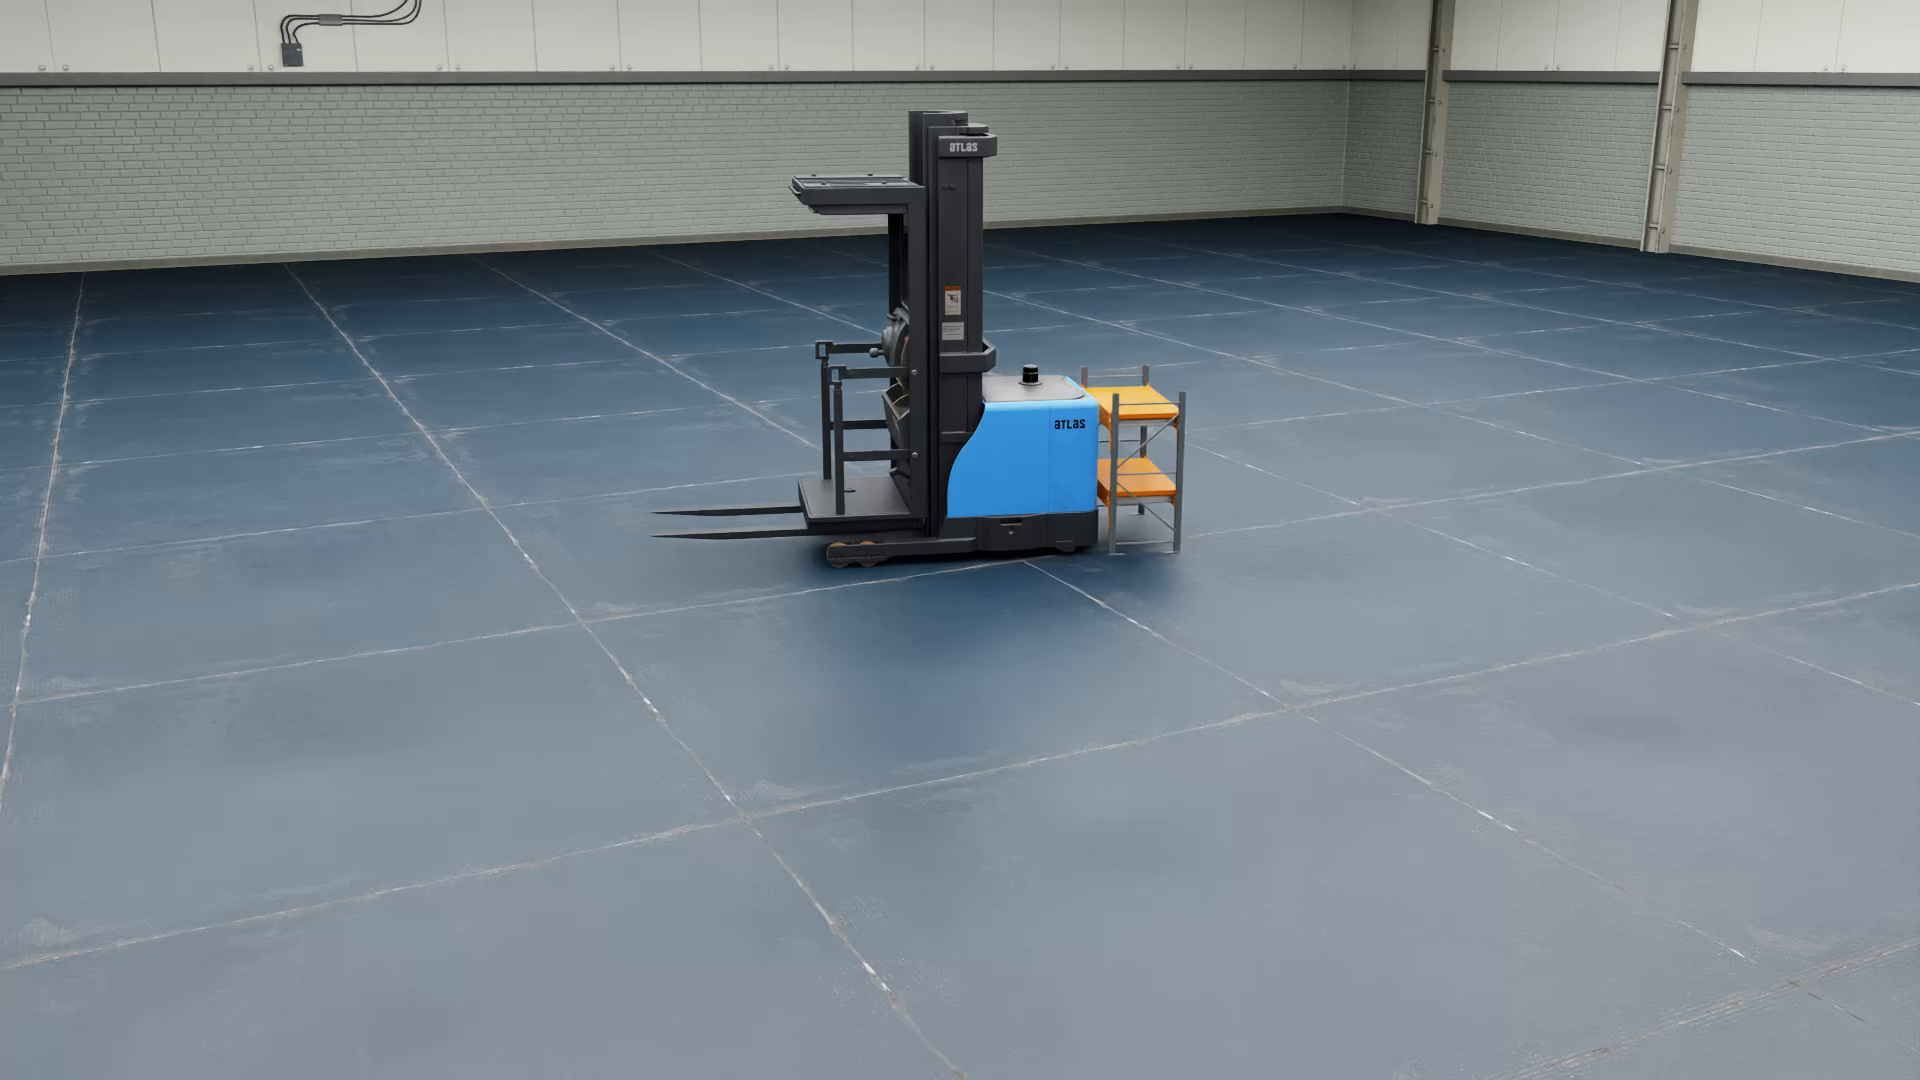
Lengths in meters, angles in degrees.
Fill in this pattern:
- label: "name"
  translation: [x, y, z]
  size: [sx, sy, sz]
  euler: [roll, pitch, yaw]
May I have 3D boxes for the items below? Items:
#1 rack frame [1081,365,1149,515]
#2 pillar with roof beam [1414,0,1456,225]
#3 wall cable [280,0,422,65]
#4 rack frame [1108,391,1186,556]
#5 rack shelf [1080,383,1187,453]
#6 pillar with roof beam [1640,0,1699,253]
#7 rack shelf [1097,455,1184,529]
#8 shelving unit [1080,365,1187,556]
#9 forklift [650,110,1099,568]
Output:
- label: "rack frame"
  translation: [1.128, -0.725, 12.236]
  size: [0.500, 1.125, 0.032]
  euler: [-2, 16, -7]
- label: "pillar with roof beam"
  translation: [5.917, -10.449, 31.847]
  size: [9.100, 9.000, 0.400]
  euler: [-8, 18, -25]
- label: "wall cable"
  translation: [-10.090, -10.830, 27.012]
  size: [2.305, 6.003, 0.169]
  euler: [-8, 18, -25]
- label: "rack frame"
  translation: [1.266, -0.447, 11.268]
  size: [0.500, 1.125, 0.032]
  euler: [-2, 16, -7]
- label: "rack shelf"
  translation: [1.197, -0.867, 11.671]
  size: [0.538, 0.278, 1.000]
  euler: [-2, 16, -7]
- label: "pillar with roof beam"
  translation: [8.546, -8.961, 26.662]
  size: [9.100, 9.000, 0.400]
  euler: [-8, 18, -25]
- label: "rack shelf"
  translation: [1.197, -0.351, 11.819]
  size: [0.538, 0.278, 1.000]
  euler: [-2, 16, -7]
- label: "shelving unit"
  translation: [1.197, -0.586, 11.752]
  size: [0.538, 1.125, 1.048]
  euler: [-2, 16, -7]
- label: "forklift"
  translation: [-0.614, -1.381, 11.250]
  size: [3.031, 2.935, 1.130]
  euler: [-3, 16, -9]
